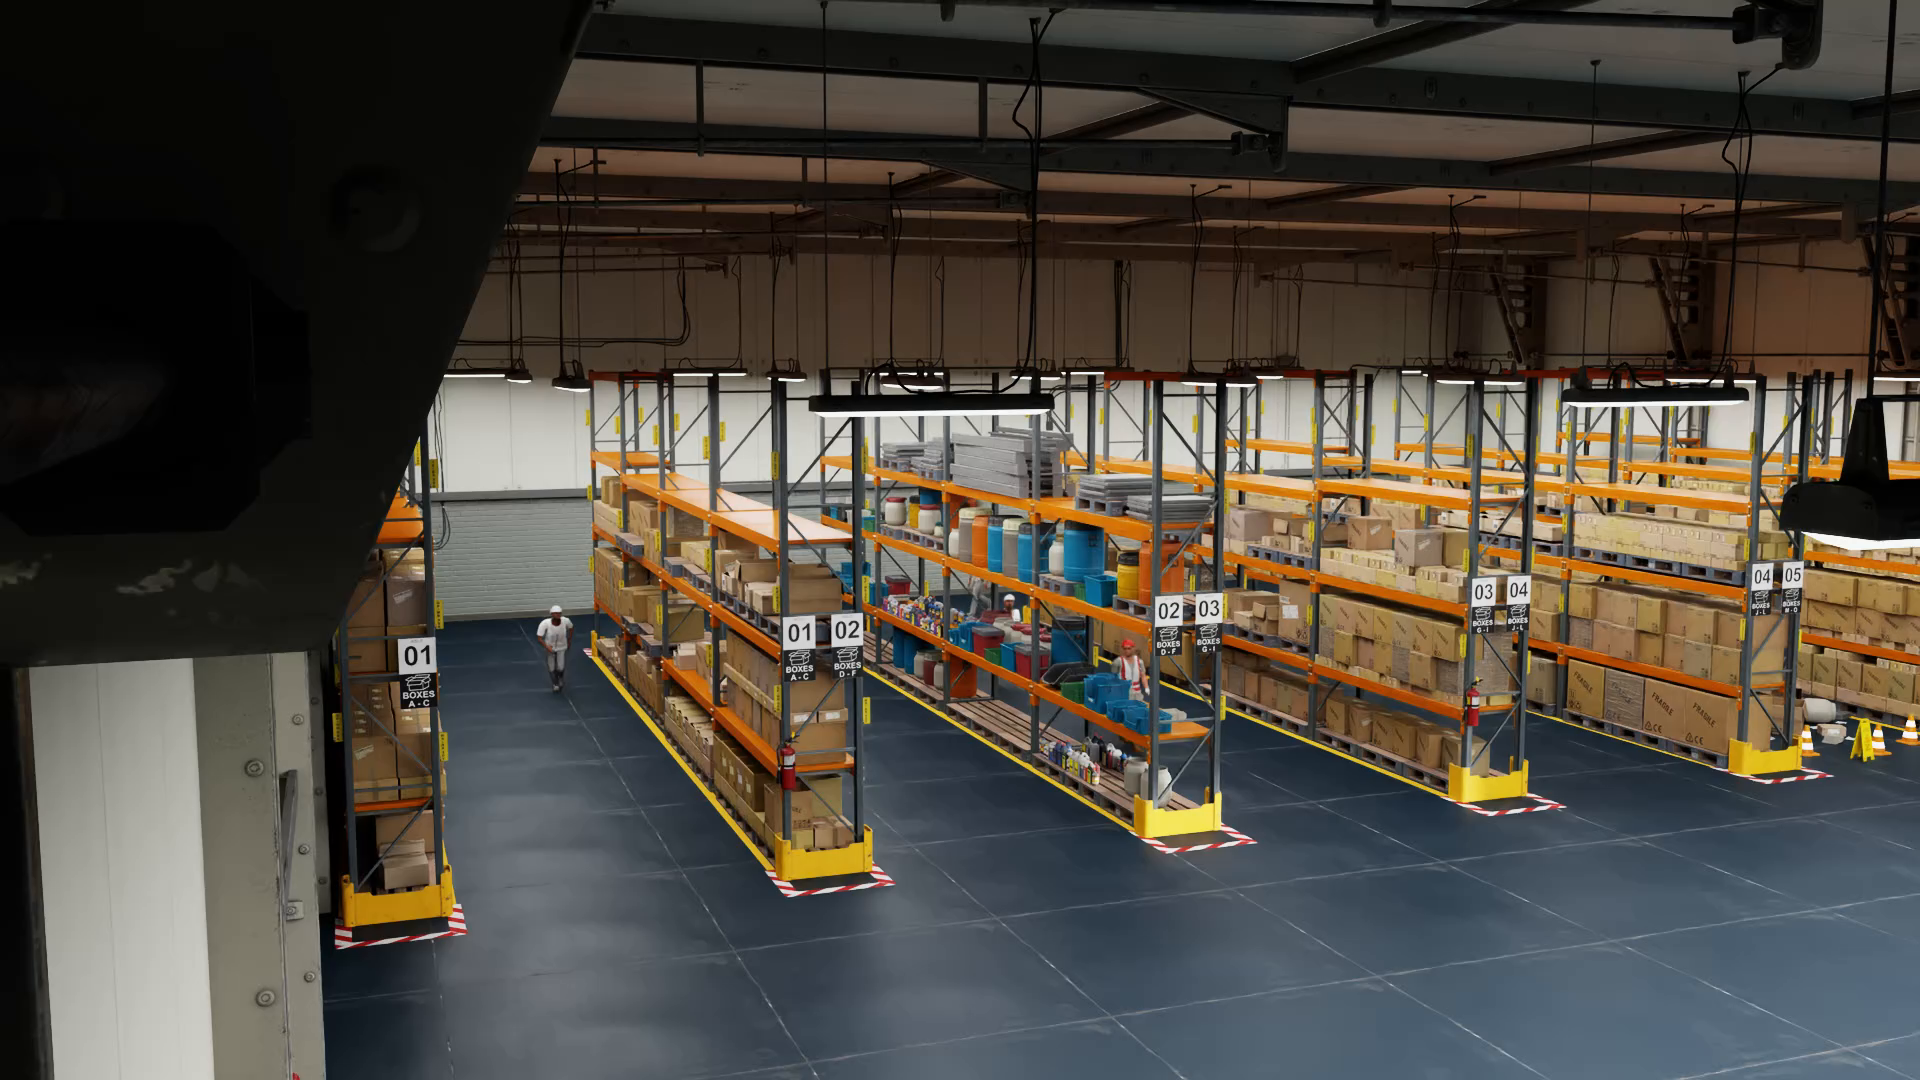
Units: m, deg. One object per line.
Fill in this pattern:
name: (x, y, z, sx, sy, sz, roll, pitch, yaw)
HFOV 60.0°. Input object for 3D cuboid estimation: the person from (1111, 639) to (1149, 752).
person: (2.762, 2.466, 26.605, 0.553, 1.750, 0.955, -2, 7, -21)

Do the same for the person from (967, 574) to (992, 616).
person: (0.477, 0.996, 40.368, 0.917, 1.646, 0.458, -4, 7, -31)

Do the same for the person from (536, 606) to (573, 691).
person: (-7.580, 2.031, 31.148, 0.663, 1.666, 0.702, -1, 6, -11)

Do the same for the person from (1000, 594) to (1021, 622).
person: (0.939, 1.799, 31.338, 0.652, 1.537, 1.102, -3, 7, -23)
